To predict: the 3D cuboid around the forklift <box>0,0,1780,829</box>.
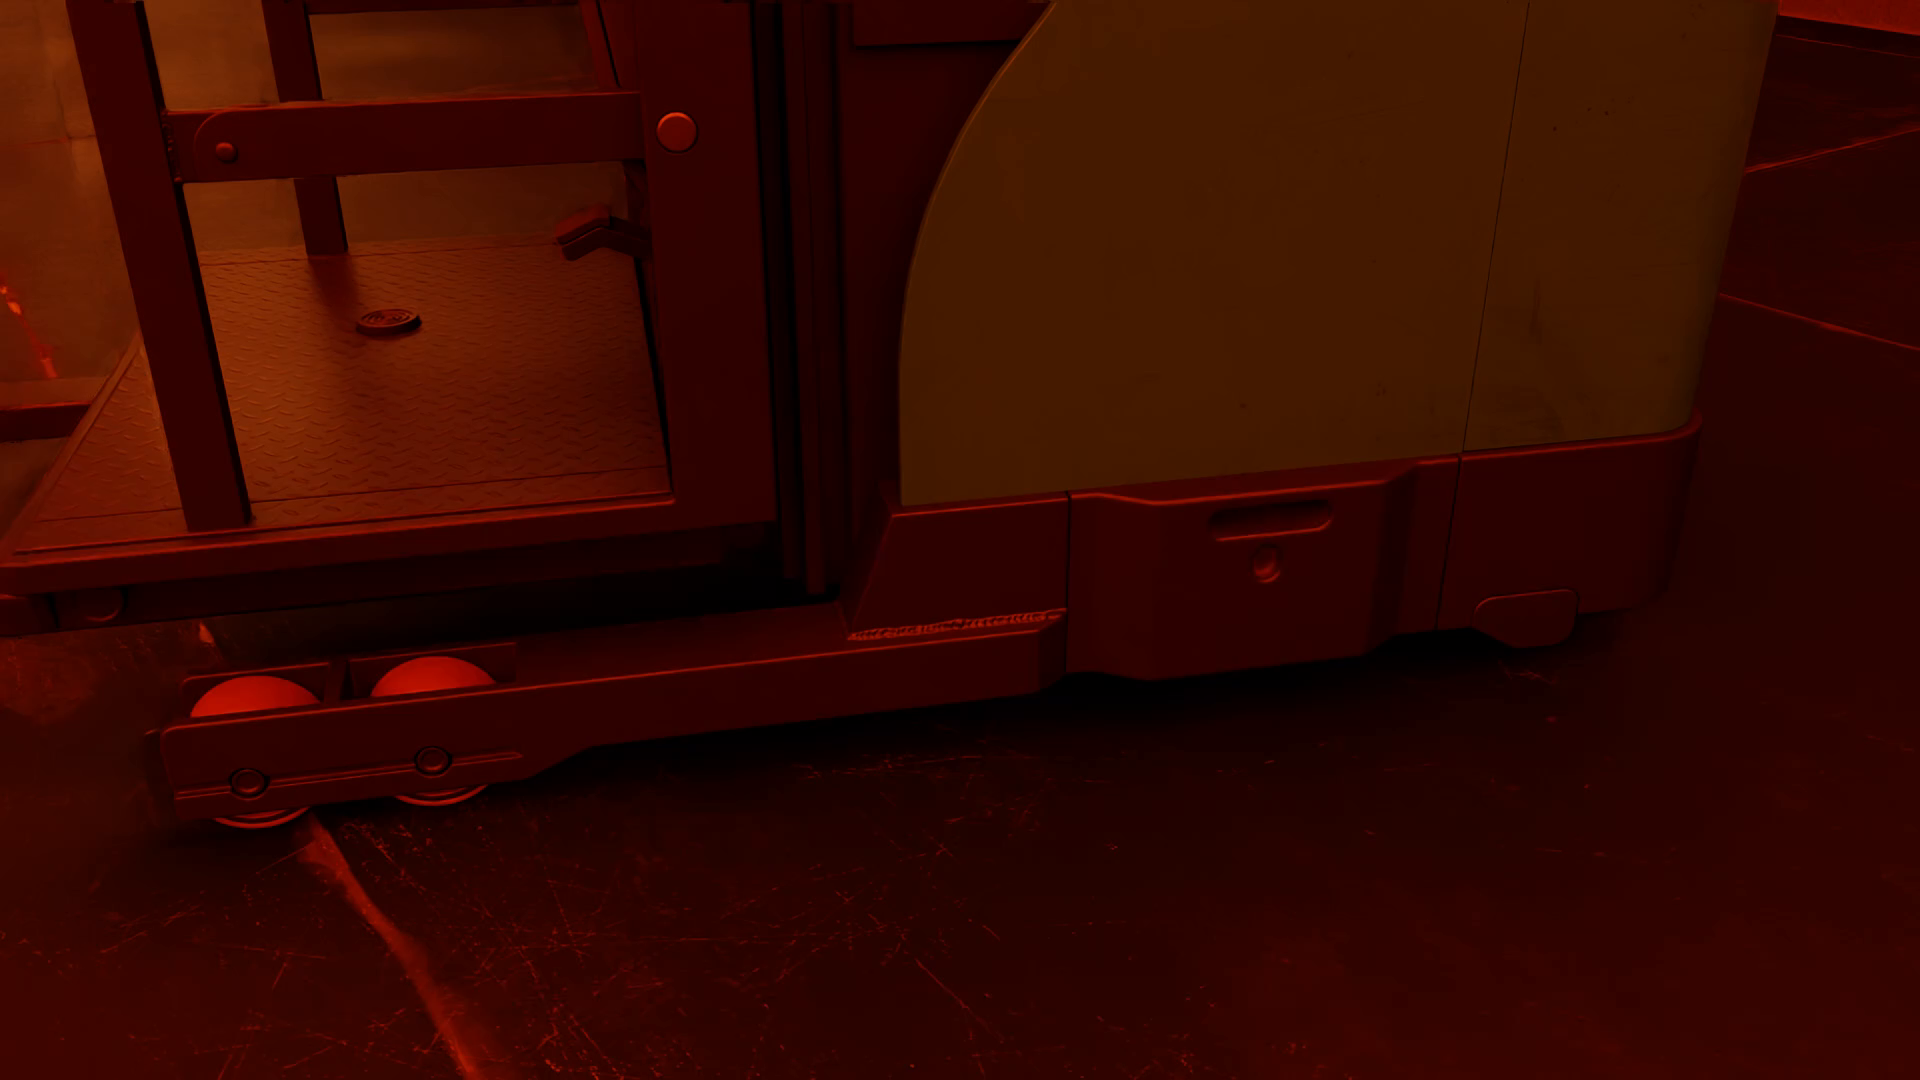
[{"bbox_3d":[-0.620,-1.248,1.719,3.031,2.935,1.130,-6,27,-11],"label":"forklift"}]
